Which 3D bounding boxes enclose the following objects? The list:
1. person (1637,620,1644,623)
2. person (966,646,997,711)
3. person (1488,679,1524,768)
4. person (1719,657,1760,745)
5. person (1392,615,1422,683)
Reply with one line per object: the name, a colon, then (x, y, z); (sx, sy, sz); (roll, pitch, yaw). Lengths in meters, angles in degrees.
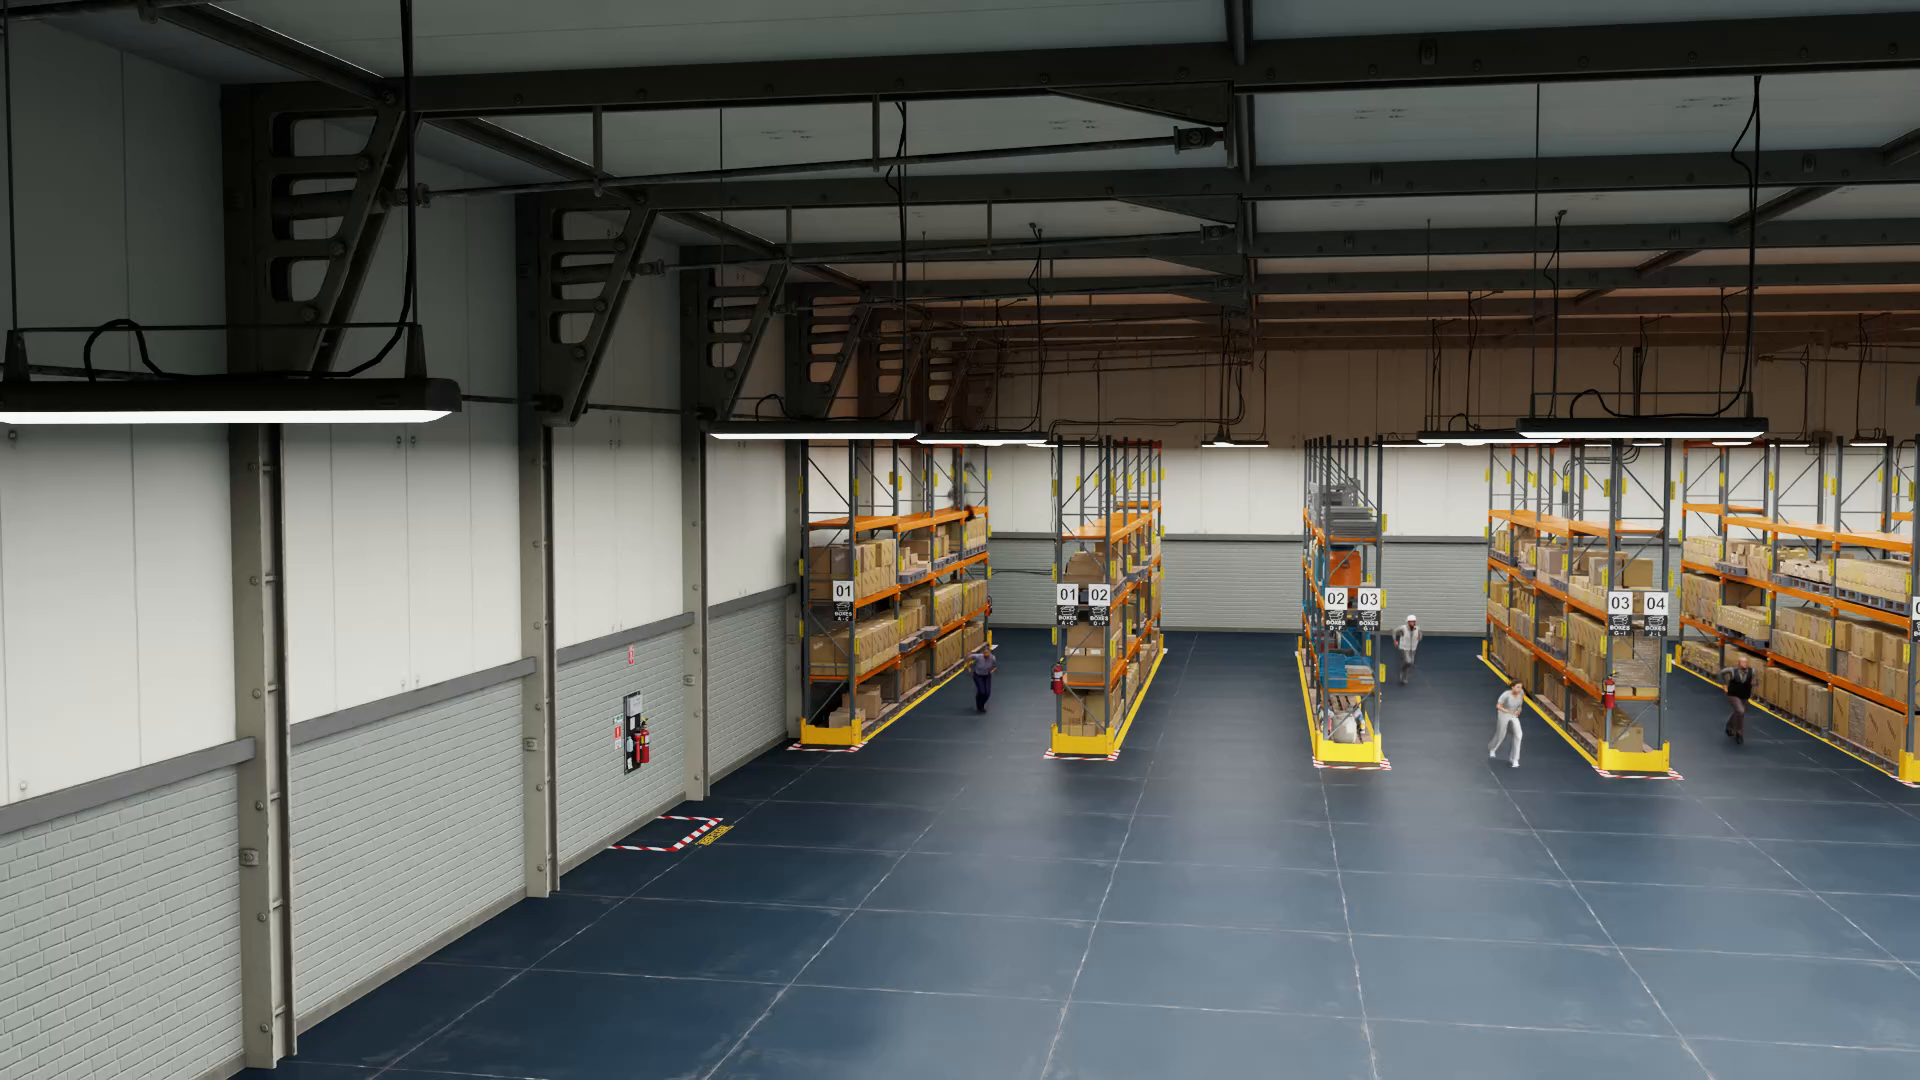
person: (17.940, 2.525, 44.356); (0.650, 1.713, 0.748); (2, 3, 26)
person: (0.468, 3.027, 36.153); (0.637, 1.482, 0.857); (-1, 3, -16)
person: (9.979, 3.306, 30.419); (0.606, 1.626, 0.960); (-1, 3, -16)
person: (15.255, 3.120, 32.605); (0.649, 1.719, 0.943); (0, 3, -3)
person: (10.952, 2.669, 40.626); (0.644, 1.698, 0.811); (-1, 3, -13)
